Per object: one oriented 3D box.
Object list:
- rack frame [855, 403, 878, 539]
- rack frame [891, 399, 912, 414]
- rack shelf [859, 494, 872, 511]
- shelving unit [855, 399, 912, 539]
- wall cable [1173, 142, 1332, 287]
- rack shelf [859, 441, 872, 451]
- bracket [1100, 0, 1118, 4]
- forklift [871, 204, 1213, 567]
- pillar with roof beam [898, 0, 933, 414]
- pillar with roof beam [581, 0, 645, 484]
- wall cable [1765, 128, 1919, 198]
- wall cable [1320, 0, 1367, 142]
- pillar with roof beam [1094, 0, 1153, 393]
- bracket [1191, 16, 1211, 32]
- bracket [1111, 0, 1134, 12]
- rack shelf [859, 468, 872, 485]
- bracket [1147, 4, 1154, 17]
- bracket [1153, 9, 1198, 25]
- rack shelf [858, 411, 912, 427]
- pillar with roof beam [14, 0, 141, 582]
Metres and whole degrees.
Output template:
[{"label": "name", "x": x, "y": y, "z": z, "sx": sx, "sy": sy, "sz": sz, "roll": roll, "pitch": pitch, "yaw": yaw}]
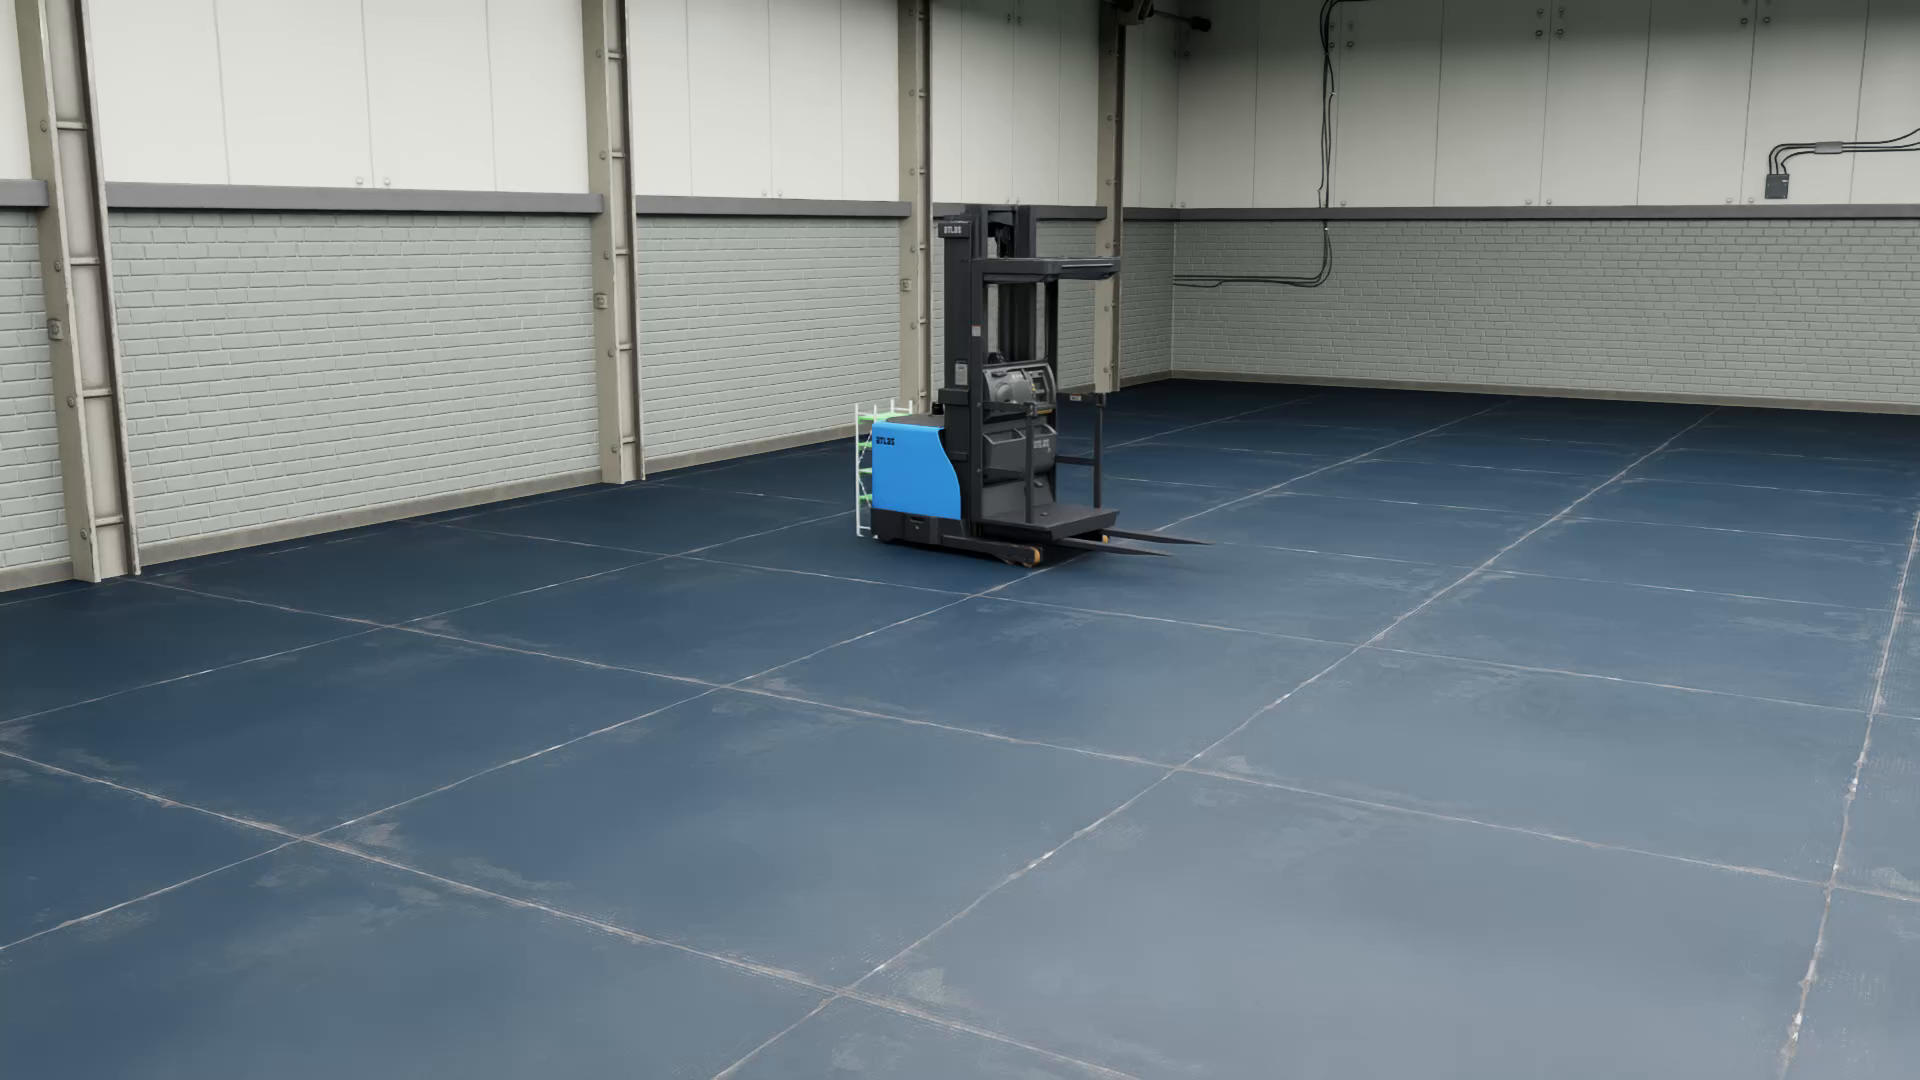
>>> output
[{"label": "rack frame", "x": -0.836, "y": -0.617, "z": 14.902, "sx": 0.240, "sy": 1.200, "sz": 0.015, "roll": 8, "pitch": 13, "yaw": 37}, {"label": "rack frame", "x": -0.534, "y": -0.687, "z": 15.279, "sx": 0.240, "sy": 1.200, "sz": 0.015, "roll": 8, "pitch": 13, "yaw": 37}, {"label": "rack shelf", "x": -0.685, "y": -0.353, "z": 15.147, "sx": 0.258, "sy": 0.148, "sz": 0.480, "roll": 8, "pitch": 13, "yaw": 37}, {"label": "shelving unit", "x": -0.685, "y": -0.652, "z": 15.091, "sx": 0.258, "sy": 1.200, "sz": 0.503, "roll": 8, "pitch": 13, "yaw": 37}, {"label": "wall cable", "x": 5.168, "y": -5.776, "z": 29.705, "sx": 3.097, "sy": 2.526, "sz": 0.112, "roll": 6, "pitch": 12, "yaw": 31}, {"label": "rack shelf", "x": -0.685, "y": -0.825, "z": 15.058, "sx": 0.258, "sy": 0.148, "sz": 0.480, "roll": 8, "pitch": 13, "yaw": 37}, {"label": "bracket", "x": 1.259, "y": -8.230, "z": 24.593, "sx": 0.076, "sy": 0.066, "sz": 4.783, "roll": 6, "pitch": 12, "yaw": 31}, {"label": "forklift", "x": 0.673, "y": -1.326, "z": 13.989, "sx": 3.031, "sy": 2.935, "sz": 1.130, "roll": 8, "pitch": 14, "yaw": 38}, {"label": "pillar with roof beam", "x": 3.073, "y": -5.610, "z": 20.382, "sx": 9.100, "sy": 9.000, "sz": 0.400, "roll": 6, "pitch": 12, "yaw": 31}, {"label": "pillar with roof beam", "x": -0.042, "y": -4.667, "z": 15.341, "sx": 9.100, "sy": 9.000, "sz": 0.400, "roll": 6, "pitch": 12, "yaw": 31}, {"label": "wall cable", "x": 13.274, "y": -8.064, "z": 24.248, "sx": 2.305, "sy": 6.003, "sz": 0.169, "roll": 6, "pitch": 12, "yaw": 31}, {"label": "wall cable", "x": 7.481, "y": -8.000, "z": 27.859, "sx": 3.097, "sy": 2.526, "sz": 0.112, "roll": 6, "pitch": 12, "yaw": 31}, {"label": "pillar with roof beam", "x": 6.188, "y": -6.554, "z": 25.422, "sx": 9.100, "sy": 9.000, "sz": 0.548, "roll": 6, "pitch": 12, "yaw": 31}, {"label": "bracket", "x": 4.258, "y": -9.139, "z": 29.446, "sx": 0.235, "sy": 0.232, "sz": 0.430, "roll": 6, "pitch": 12, "yaw": 31}, {"label": "bracket", "x": 2.597, "y": -8.635, "z": 26.758, "sx": 0.235, "sy": 0.232, "sz": 0.430, "roll": 6, "pitch": 12, "yaw": 31}, {"label": "rack shelf", "x": -0.685, "y": -0.589, "z": 15.102, "sx": 0.258, "sy": 0.148, "sz": 0.480, "roll": 8, "pitch": 13, "yaw": 37}, {"label": "bracket", "x": 3.028, "y": -8.766, "z": 27.455, "sx": 0.235, "sy": 0.232, "sz": 0.430, "roll": 6, "pitch": 12, "yaw": 31}, {"label": "bracket", "x": 3.951, "y": -9.046, "z": 28.950, "sx": 0.076, "sy": 0.066, "sz": 3.189, "roll": 6, "pitch": 12, "yaw": 31}, {"label": "rack shelf", "x": -0.685, "y": -1.061, "z": 15.014, "sx": 0.258, "sy": 0.148, "sz": 0.480, "roll": 8, "pitch": 13, "yaw": 37}, {"label": "pillar with roof beam", "x": -3.157, "y": -3.723, "z": 10.301, "sx": 9.100, "sy": 9.000, "sz": 0.400, "roll": 6, "pitch": 12, "yaw": 31}]
